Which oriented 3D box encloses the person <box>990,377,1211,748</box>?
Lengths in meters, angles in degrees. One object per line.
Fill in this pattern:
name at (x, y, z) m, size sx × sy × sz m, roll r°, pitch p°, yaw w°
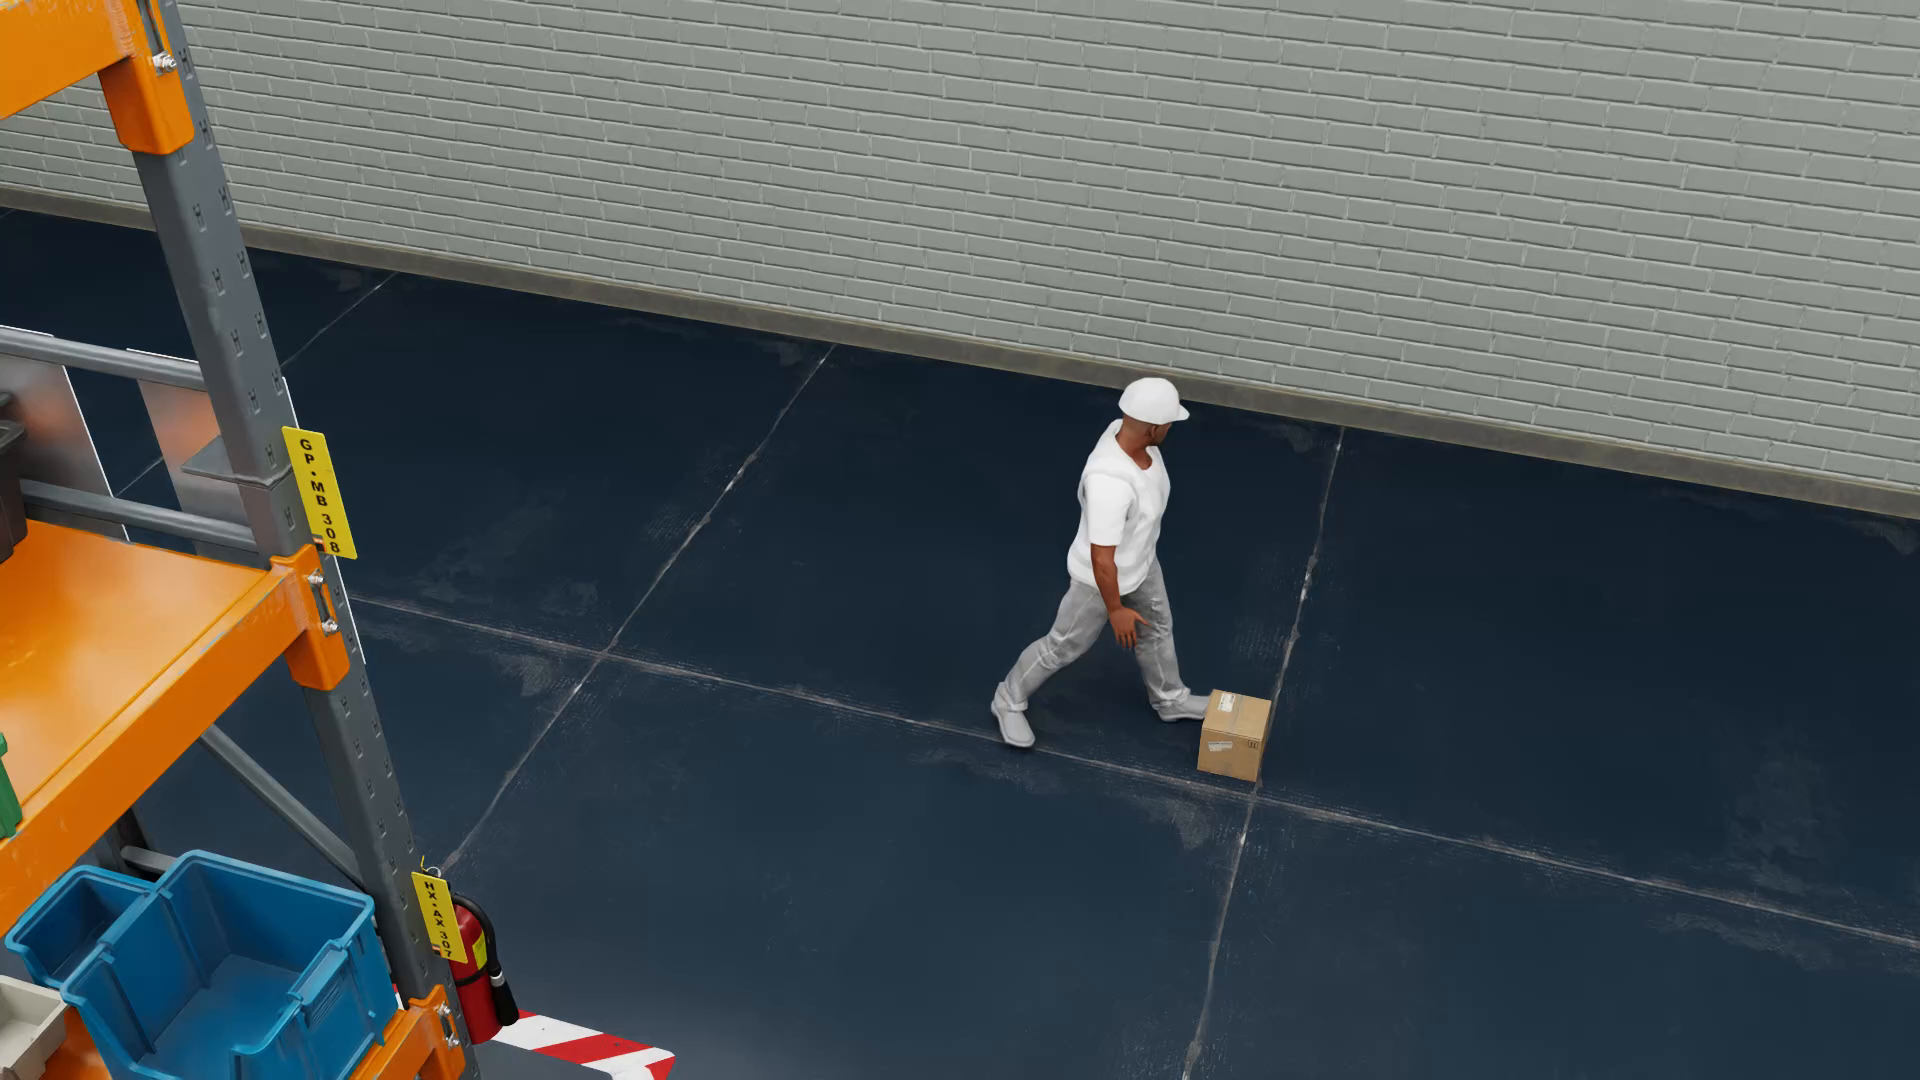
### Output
person at (0.628, 0.122, 6.722) m, size 0.934 × 1.740 × 0.673 m, roll 16°, pitch 40°, yaw 20°
